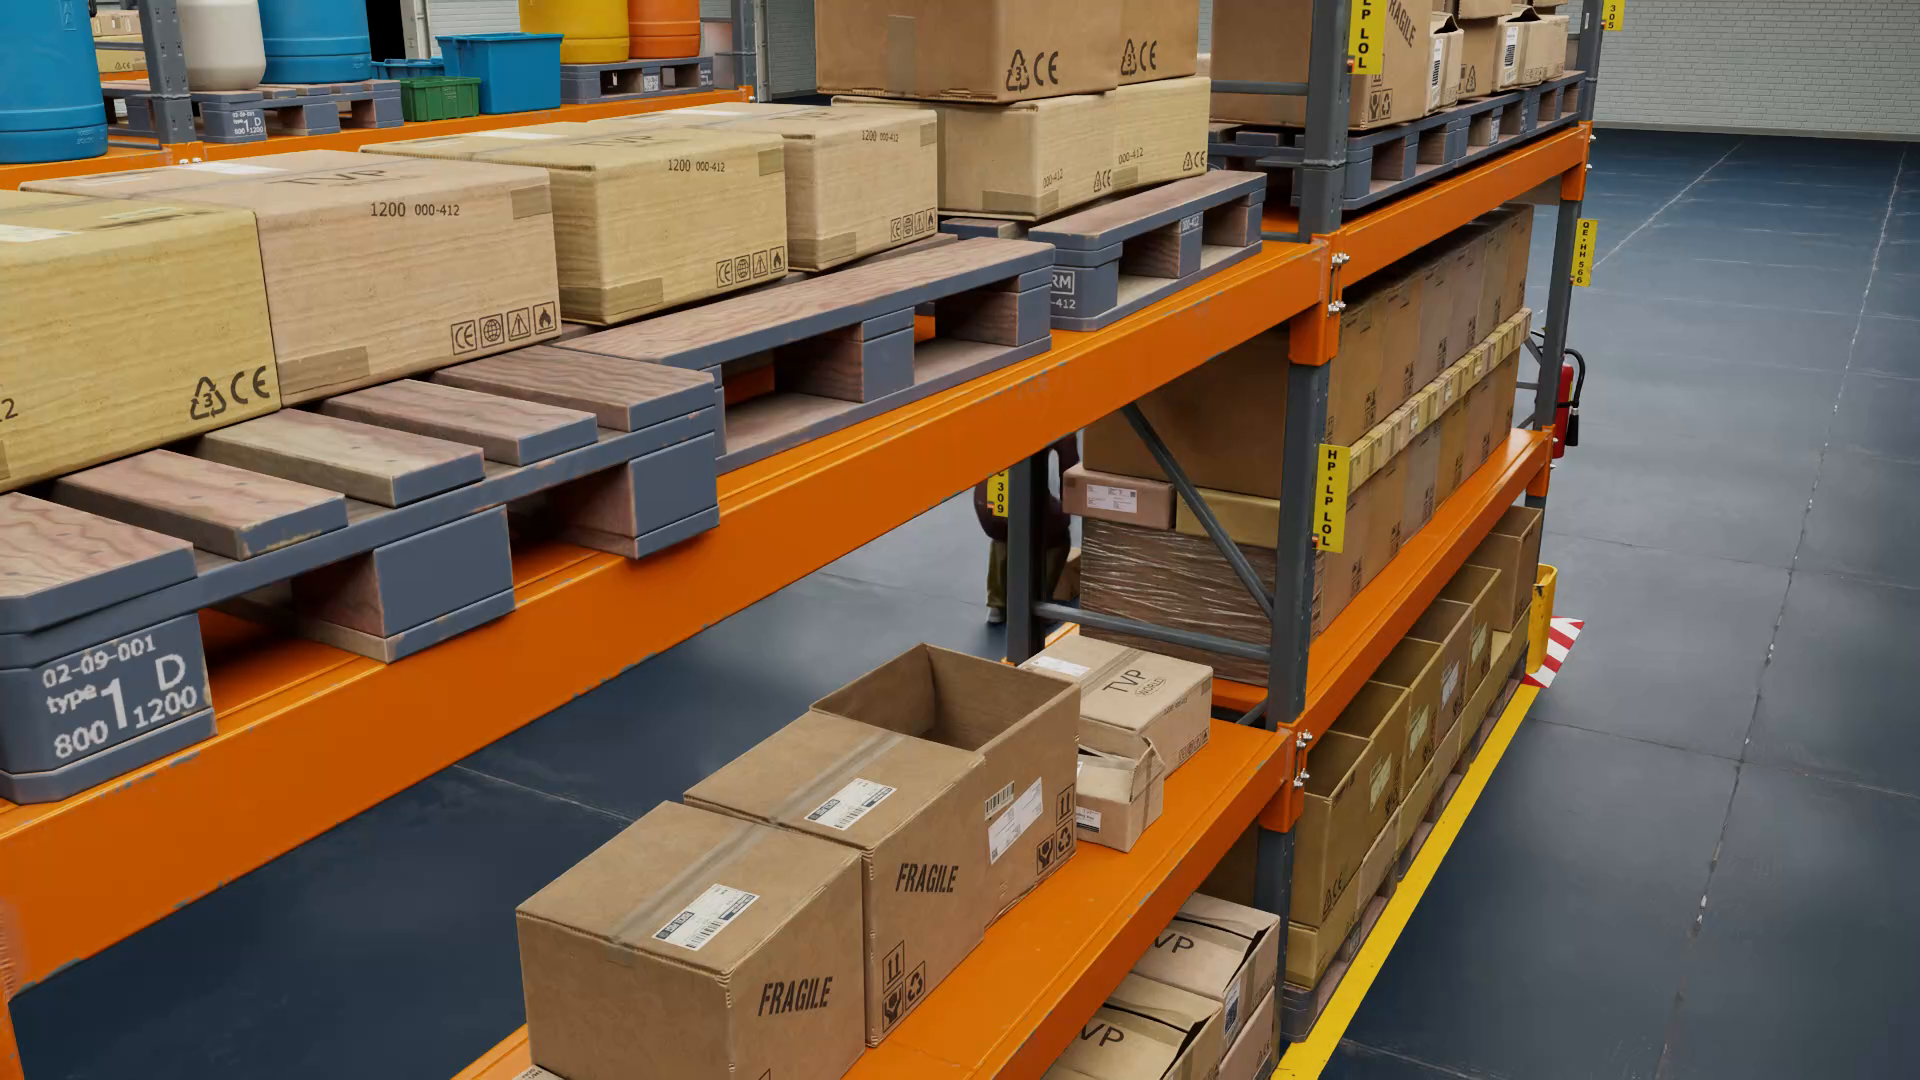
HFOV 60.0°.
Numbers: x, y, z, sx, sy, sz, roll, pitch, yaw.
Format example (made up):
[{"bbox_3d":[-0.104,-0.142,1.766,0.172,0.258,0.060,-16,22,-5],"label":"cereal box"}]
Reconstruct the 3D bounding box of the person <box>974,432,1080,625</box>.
[{"bbox_3d":[0.336,-0.257,9.290,0.630,1.482,0.680,11,22,28],"label":"person"}]
